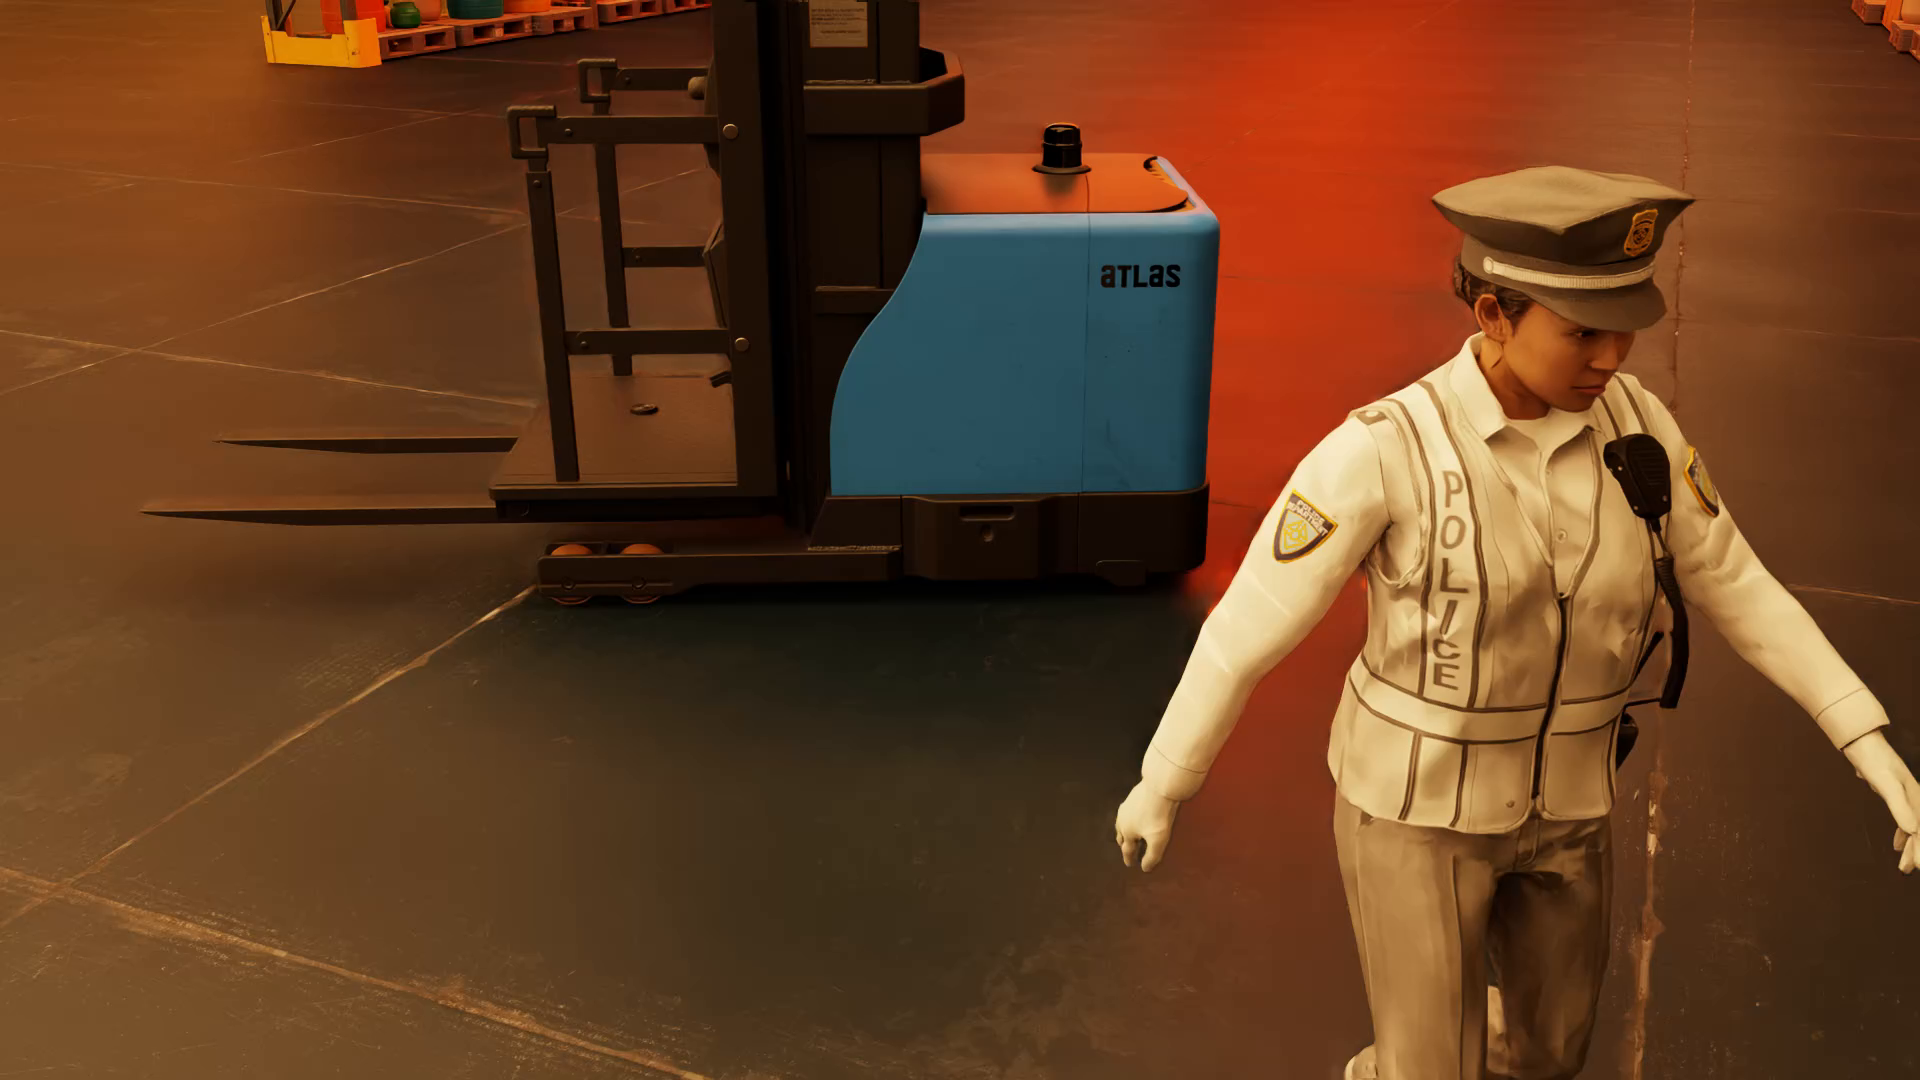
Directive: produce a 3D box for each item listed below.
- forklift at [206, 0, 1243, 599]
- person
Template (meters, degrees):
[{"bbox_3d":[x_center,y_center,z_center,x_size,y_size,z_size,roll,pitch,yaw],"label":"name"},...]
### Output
[{"bbox_3d":[-0.720,-1.411,4.668,3.031,2.935,1.130,2,23,5],"label":"forklift"},{"bbox_3d":[0.727,0.434,1.918,0.611,1.653,0.440,-5,23,-12],"label":"person"}]
